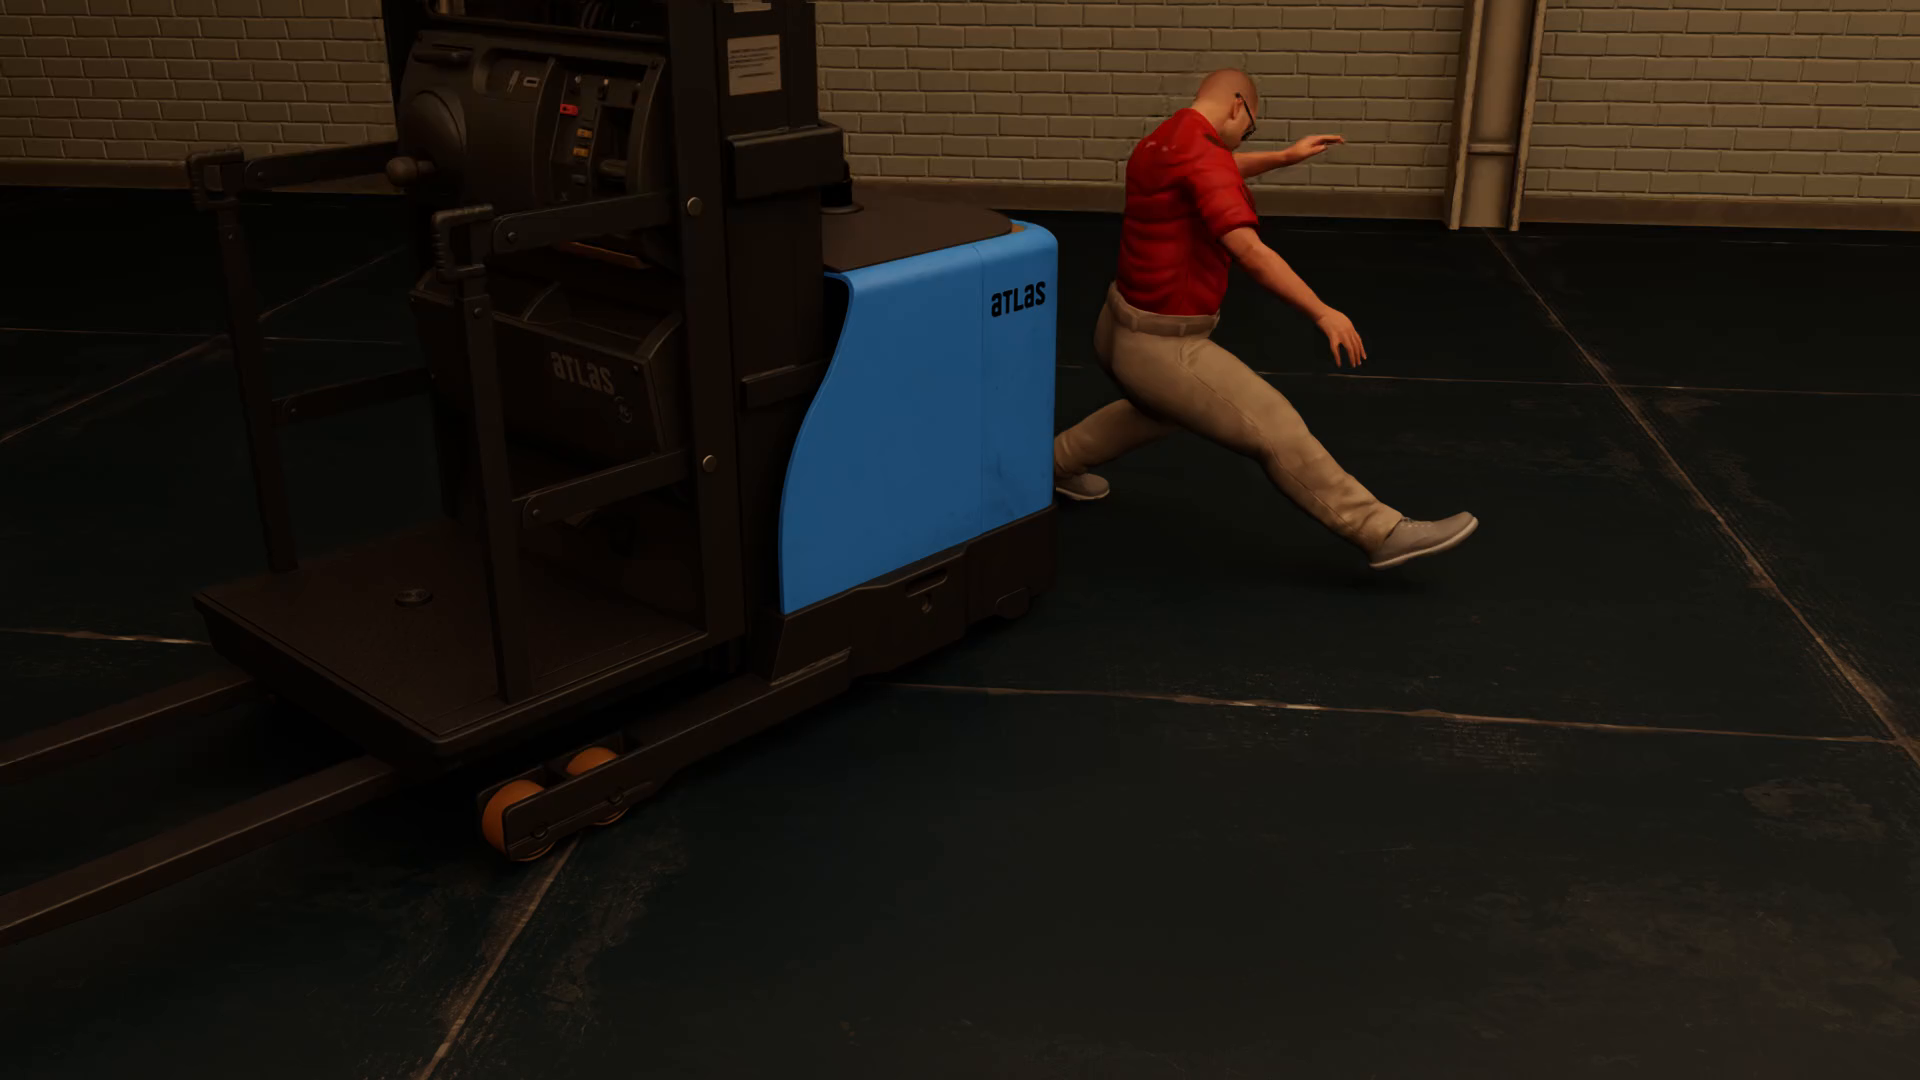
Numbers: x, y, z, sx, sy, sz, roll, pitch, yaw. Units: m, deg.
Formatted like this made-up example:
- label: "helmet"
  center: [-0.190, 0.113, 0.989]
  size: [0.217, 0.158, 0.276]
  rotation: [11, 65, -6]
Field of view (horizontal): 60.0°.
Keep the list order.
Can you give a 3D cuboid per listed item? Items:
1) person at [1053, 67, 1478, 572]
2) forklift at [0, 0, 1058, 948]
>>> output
- label: "person"
  center: [0.842, -0.651, 4.919]
  size: [1.127, 1.428, 1.082]
  rotation: [-4, 22, -9]
- label: "forklift"
  center: [-1.094, -0.898, 3.485]
  size: [1.130, 2.935, 3.031]
  rotation: [19, 29, 39]
